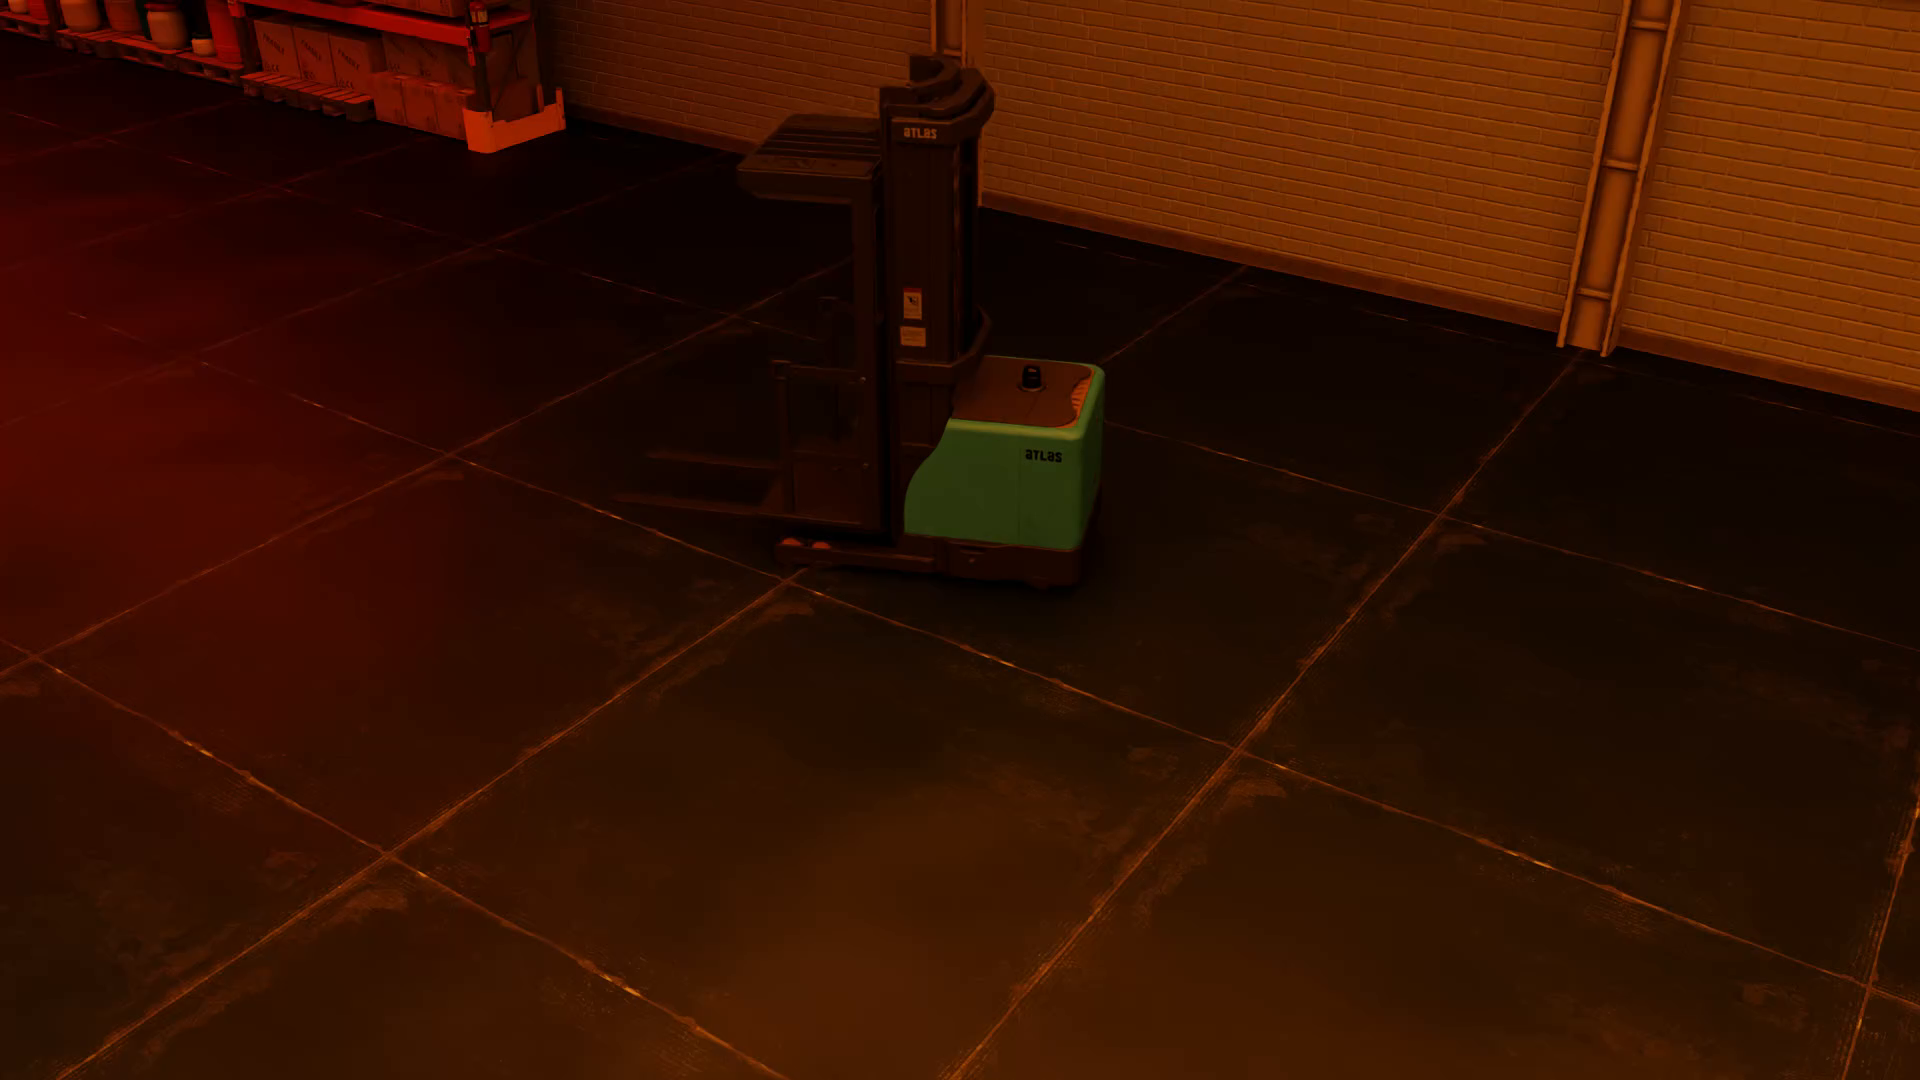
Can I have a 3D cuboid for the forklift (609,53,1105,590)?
[{"bbox_3d":[-0.668,-1.339,9.888,3.031,2.935,1.130,6,31,10],"label":"forklift"}]
